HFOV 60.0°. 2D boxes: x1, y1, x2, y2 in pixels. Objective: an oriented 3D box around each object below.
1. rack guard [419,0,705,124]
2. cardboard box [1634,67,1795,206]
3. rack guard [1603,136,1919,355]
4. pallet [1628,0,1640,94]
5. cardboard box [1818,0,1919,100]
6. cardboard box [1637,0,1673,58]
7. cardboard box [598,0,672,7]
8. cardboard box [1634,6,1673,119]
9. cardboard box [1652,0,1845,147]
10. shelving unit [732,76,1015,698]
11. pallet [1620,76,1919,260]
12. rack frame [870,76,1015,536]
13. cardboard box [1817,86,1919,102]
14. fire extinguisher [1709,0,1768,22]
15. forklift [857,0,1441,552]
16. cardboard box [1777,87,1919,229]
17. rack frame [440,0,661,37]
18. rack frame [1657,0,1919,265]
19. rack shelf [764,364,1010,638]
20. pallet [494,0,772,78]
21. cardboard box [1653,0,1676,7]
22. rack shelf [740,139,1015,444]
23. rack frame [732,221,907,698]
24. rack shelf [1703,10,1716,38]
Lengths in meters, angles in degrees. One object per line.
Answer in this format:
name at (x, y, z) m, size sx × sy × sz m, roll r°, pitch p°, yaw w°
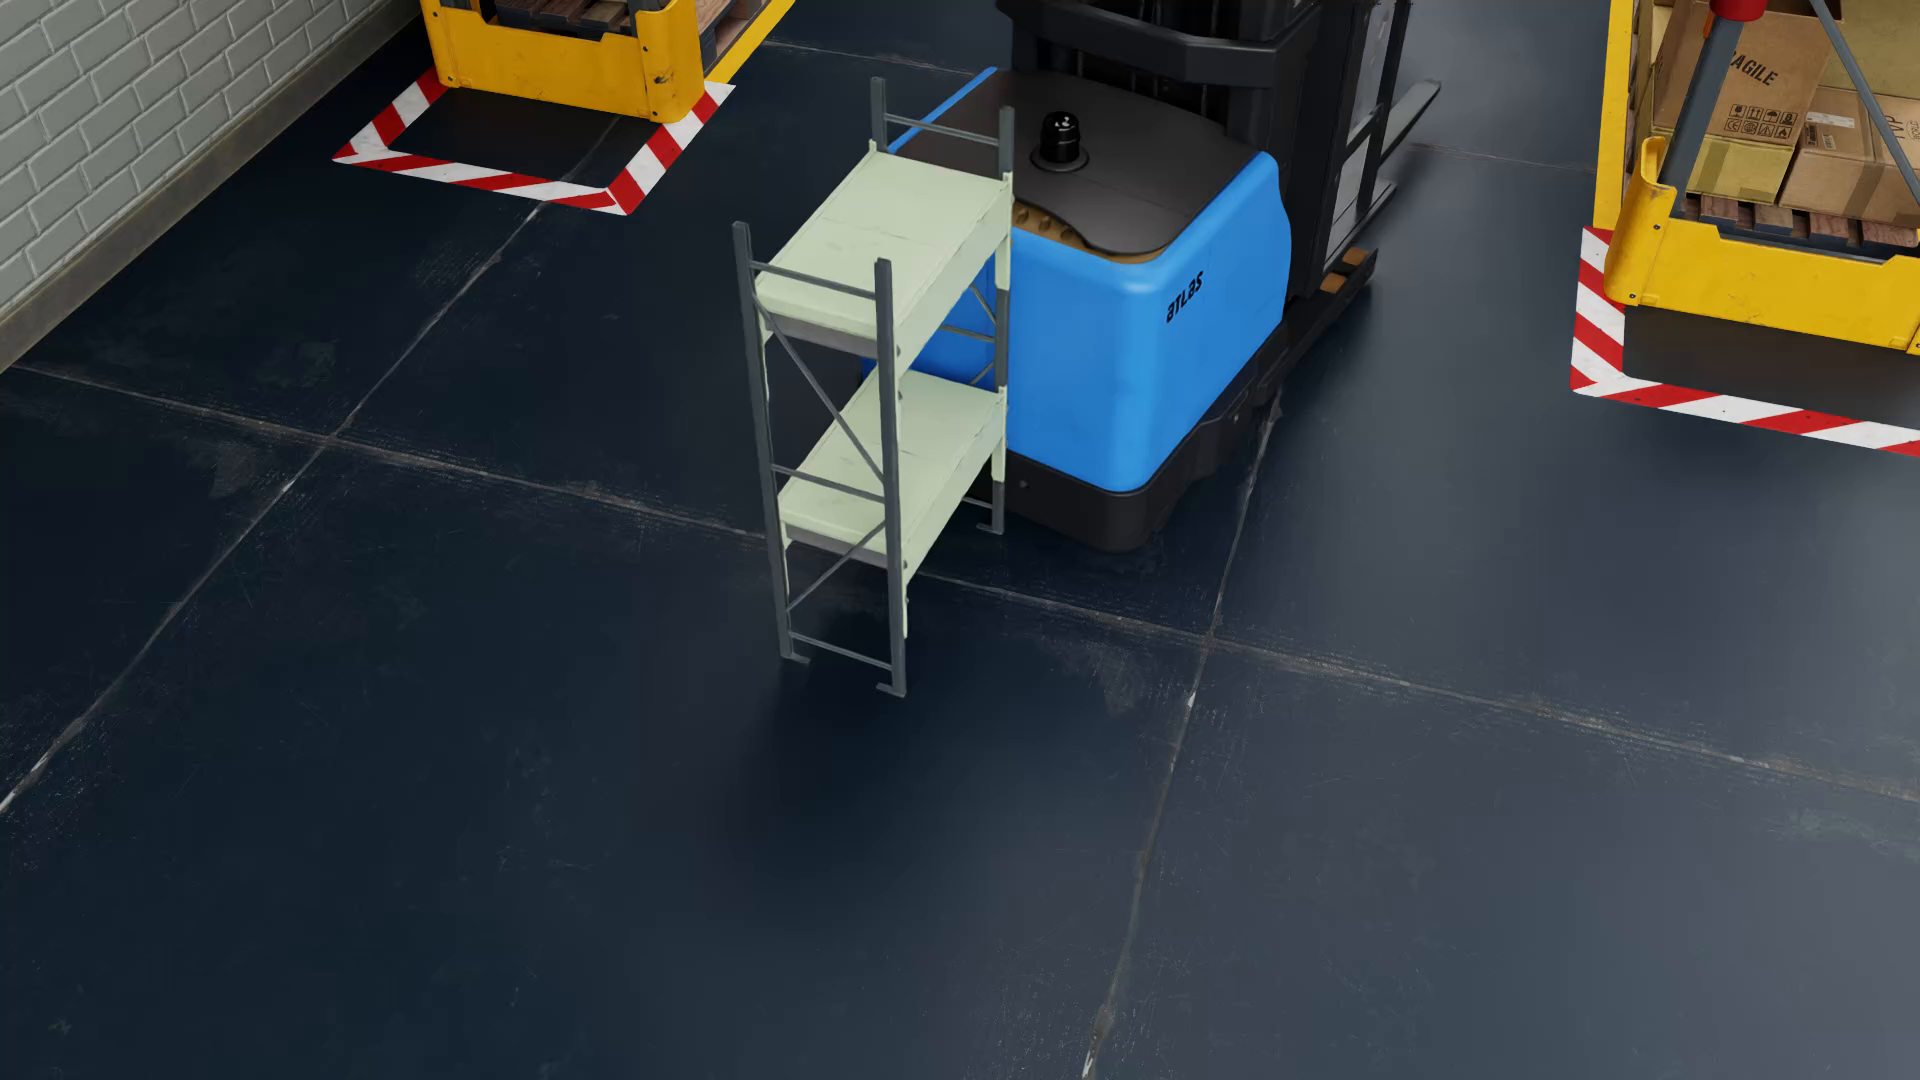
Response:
rack guard at (-1.703, -2.172, 7.112) m, size 1.175 × 0.500 × 0.348 m, roll 13°, pitch 46°, yaw 13°
cardboard box at (2.877, -1.556, 6.361) m, size 0.500 × 0.250 × 0.500 m, roll 13°, pitch 46°, yaw 13°
rack guard at (2.989, -1.059, 5.975) m, size 1.175 × 0.500 × 0.348 m, roll 13°, pitch 46°, yaw 13°
pallet at (3.559, -2.301, 7.450) m, size 1.003 × 0.211 × 1.213 m, roll 13°, pitch 46°, yaw 13°
cardboard box at (3.520, -2.048, 6.327) m, size 0.500 × 0.500 × 0.500 m, roll 13°, pitch 46°, yaw 13°
cardboard box at (3.167, -2.225, 7.045) m, size 0.500 × 0.250 × 0.500 m, roll 13°, pitch 46°, yaw 13°
cardboard box at (-1.431, -2.653, 7.425) m, size 0.500 × 0.311 × 0.500 m, roll 8°, pitch 45°, yaw 8°
cardboard box at (3.017, -1.891, 6.704) m, size 0.500 × 0.250 × 0.500 m, roll 13°, pitch 46°, yaw 13°
cardboard box at (2.875, -1.824, 6.099) m, size 0.500 × 0.500 × 0.500 m, roll 13°, pitch 46°, yaw 13°
shelving unit at (-0.195, -0.378, 4.564) m, size 0.431 × 1.500 × 0.755 m, roll 17°, pitch 47°, yaw 17°
pallet at (3.188, -1.490, 6.622) m, size 1.003 × 0.211 × 1.213 m, roll 13°, pitch 46°, yaw 13°
rack frame at (-0.048, -0.612, 4.803) m, size 0.400 × 1.500 × 0.023 m, roll 17°, pitch 47°, yaw 17°
cardboard box at (3.519, -1.780, 6.590) m, size 0.500 × 0.250 × 0.500 m, roll 13°, pitch 46°, yaw 13°
fire extinguisher at (2.518, -1.960, 5.164) m, size 0.296 × 0.674 × 0.183 m, roll 13°, pitch 46°, yaw 13°
forklift at (0.888, -2.018, 5.216) m, size 1.130 × 2.935 × 3.031 m, roll 24°, pitch 49°, yaw 23°
cardboard box at (3.371, -1.446, 6.249) m, size 0.500 × 0.250 × 0.500 m, roll 13°, pitch 46°, yaw 13°
rack frame at (-1.726, -3.015, 6.186) m, size 1.000 × 3.000 × 0.127 m, roll 13°, pitch 46°, yaw 13°
rack frame at (2.996, -1.968, 5.117) m, size 1.000 × 3.000 × 0.127 m, roll 13°, pitch 46°, yaw 13°
rack shelf at (-0.195, -0.145, 4.792) m, size 0.431 × 0.370 × 0.720 m, roll 17°, pitch 47°, yaw 17°
pallet at (-1.423, -2.603, 7.759) m, size 1.003 × 0.211 × 1.213 m, roll 13°, pitch 46°, yaw 13°
cardboard box at (3.164, -2.494, 6.783) m, size 0.500 × 0.500 × 0.500 m, roll 13°, pitch 46°, yaw 13°
rack shelf at (-0.195, -0.657, 4.291) m, size 0.431 × 0.370 × 0.720 m, roll 17°, pitch 47°, yaw 17°
rack frame at (-0.342, -0.143, 4.324) m, size 0.400 × 1.500 × 0.023 m, roll 17°, pitch 47°, yaw 17°
rack shelf at (3.602, -3.044, 6.731) m, size 1.077 × 0.370 × 4.000 m, roll 13°, pitch 46°, yaw 13°
